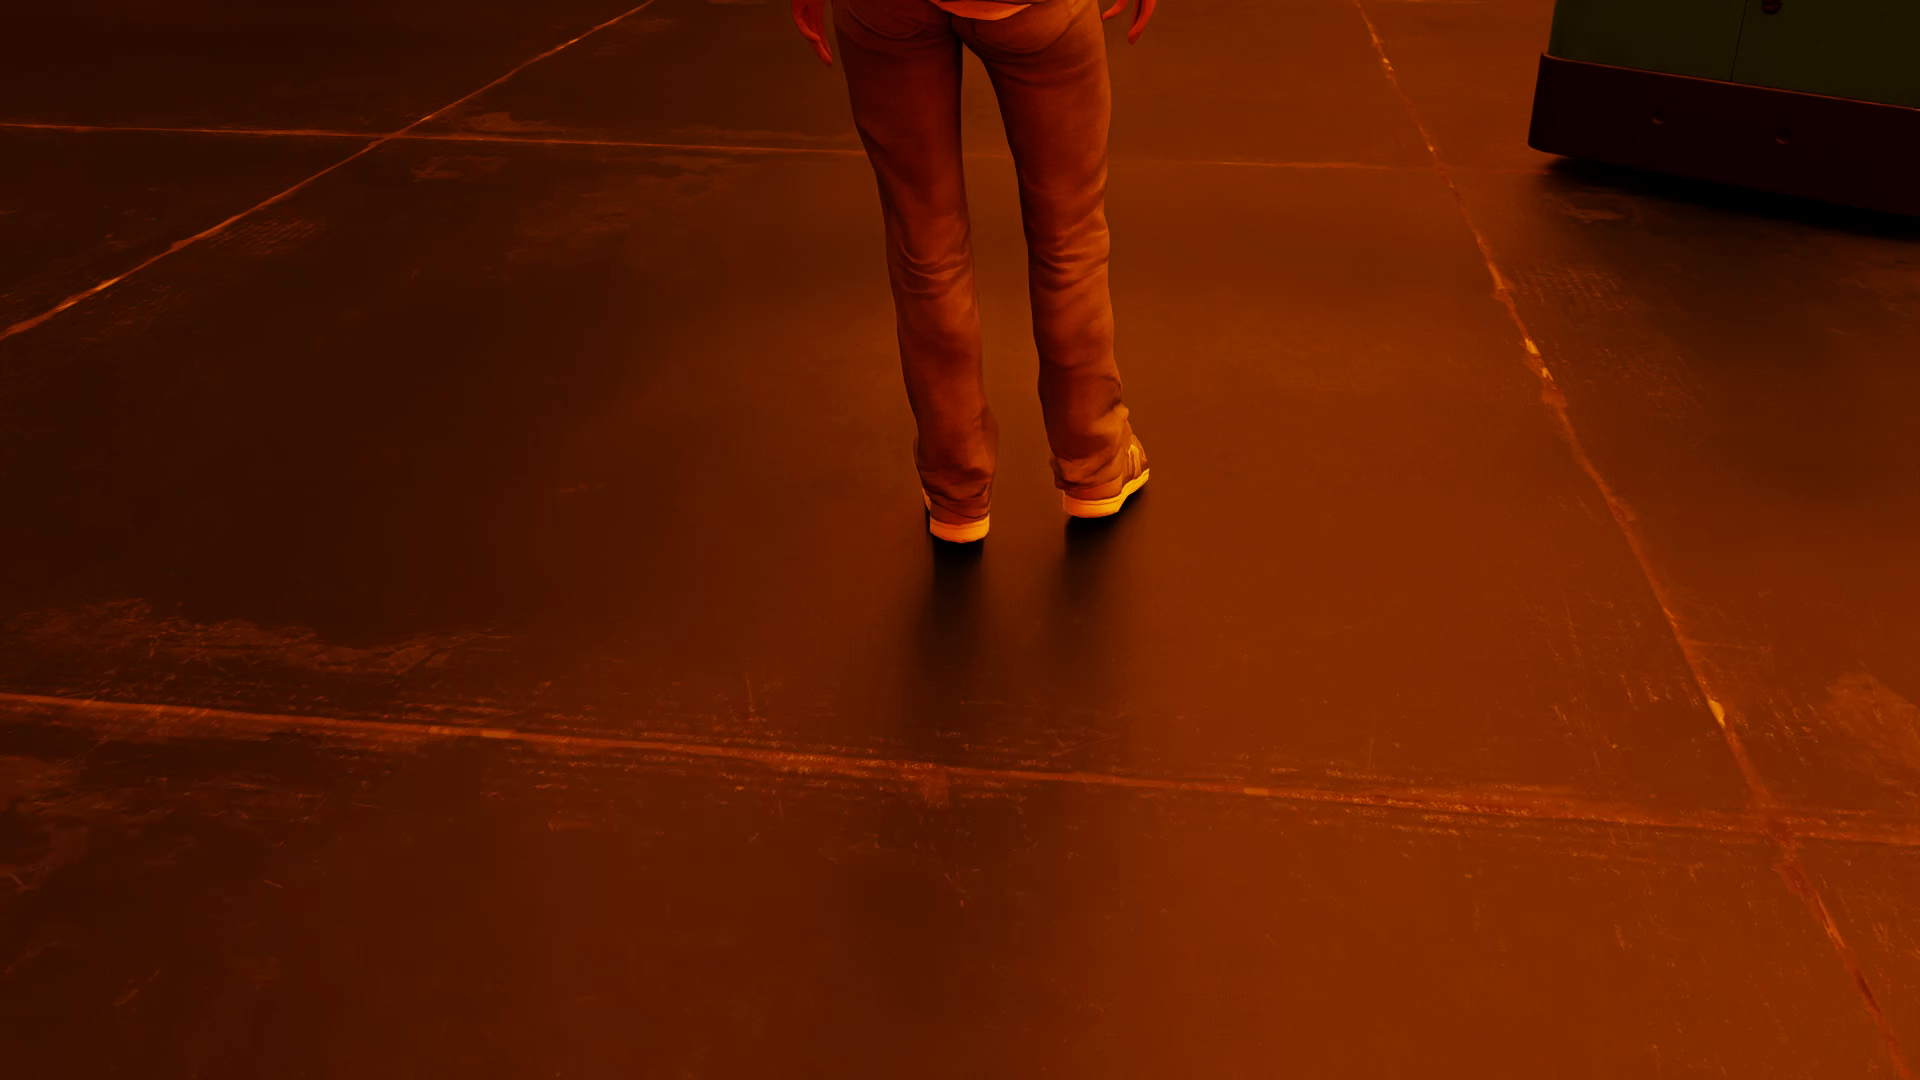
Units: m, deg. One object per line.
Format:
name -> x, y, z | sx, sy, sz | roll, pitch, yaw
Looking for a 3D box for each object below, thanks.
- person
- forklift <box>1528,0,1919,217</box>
person -> 0.024, -0.753, 2.204 | 0.520, 1.597, 0.475 | 3, 27, 7
forklift -> 2.914, -2.618, 4.465 | 1.130, 2.935, 3.031 | 24, 35, 39
